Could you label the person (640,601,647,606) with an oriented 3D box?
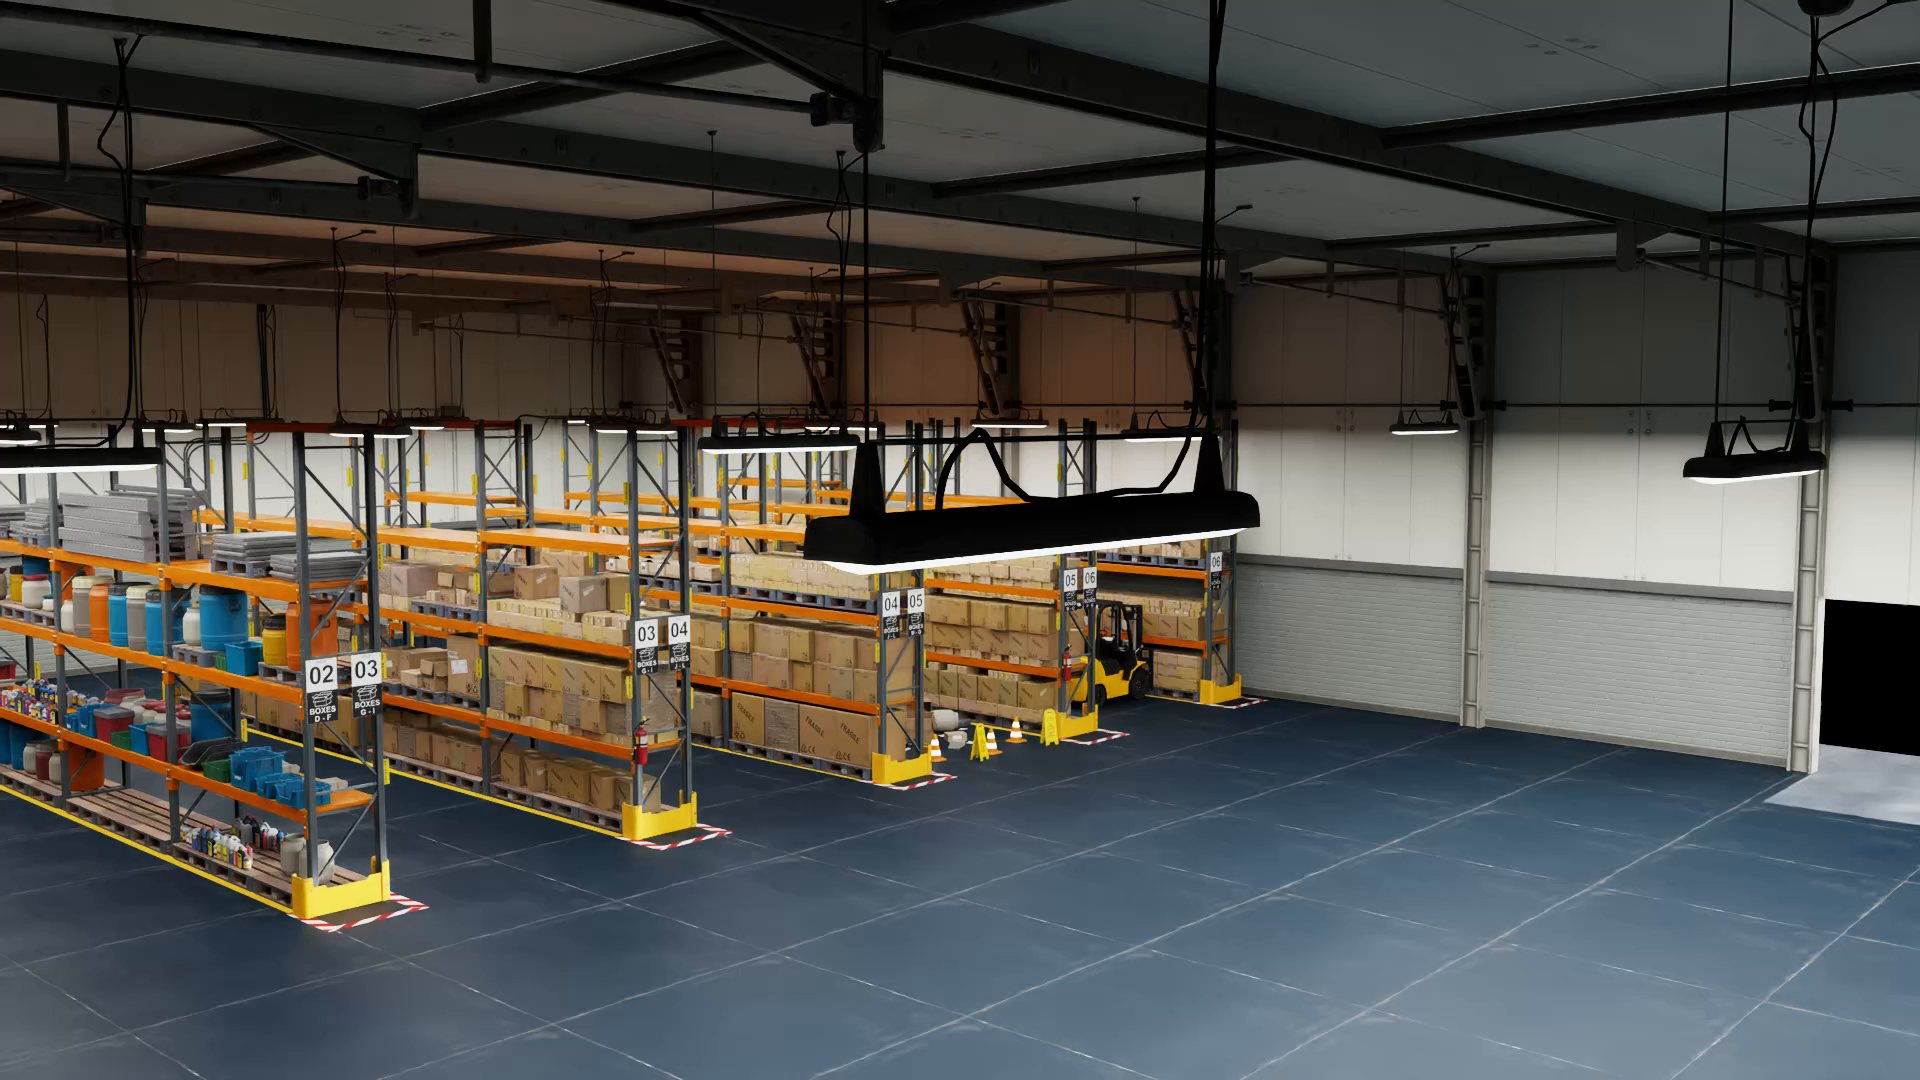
[{"bbox_3d":[-7.418,2.300,38.428,0.409,1.774,0.641,3,5,29],"label":"person"}]
